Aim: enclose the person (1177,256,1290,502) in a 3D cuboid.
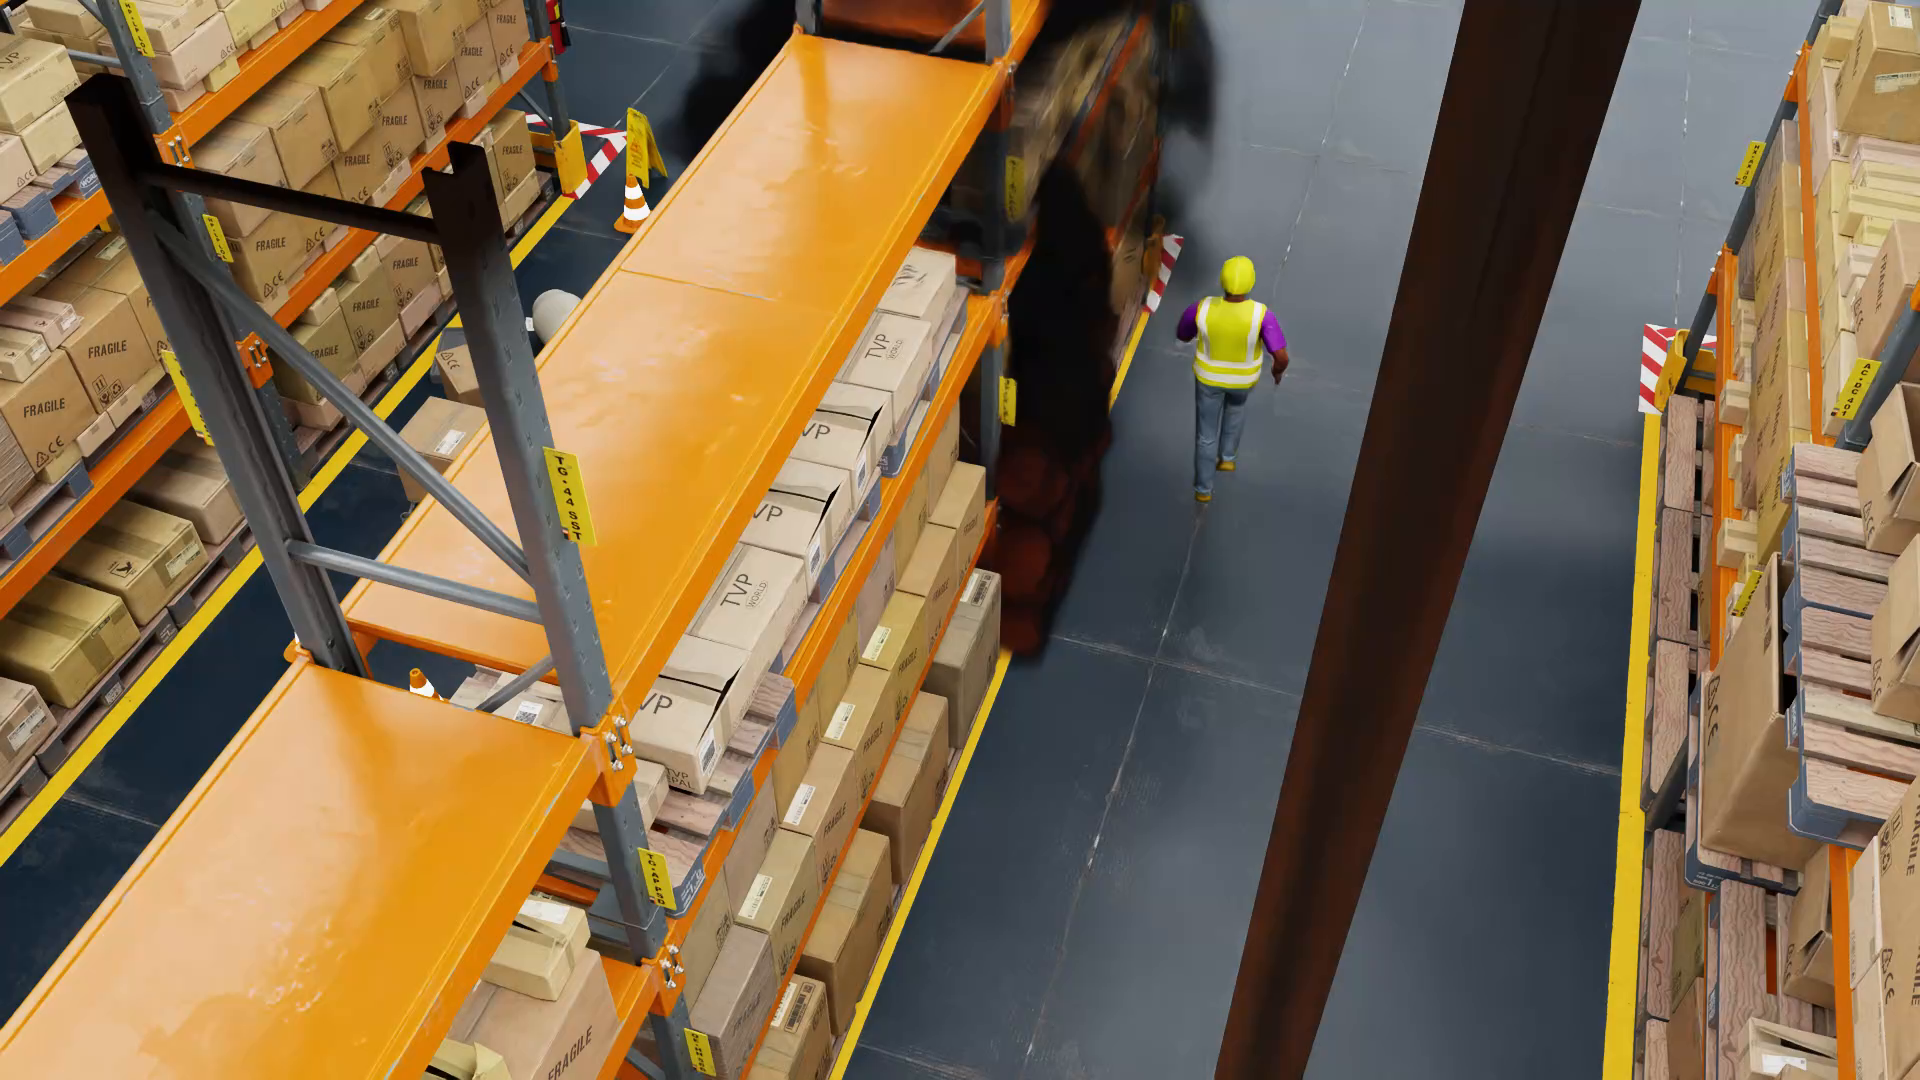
[{"bbox_3d":[1.685,-1.037,10.545,0.672,1.863,0.715,4,46,4],"label":"person"}]
